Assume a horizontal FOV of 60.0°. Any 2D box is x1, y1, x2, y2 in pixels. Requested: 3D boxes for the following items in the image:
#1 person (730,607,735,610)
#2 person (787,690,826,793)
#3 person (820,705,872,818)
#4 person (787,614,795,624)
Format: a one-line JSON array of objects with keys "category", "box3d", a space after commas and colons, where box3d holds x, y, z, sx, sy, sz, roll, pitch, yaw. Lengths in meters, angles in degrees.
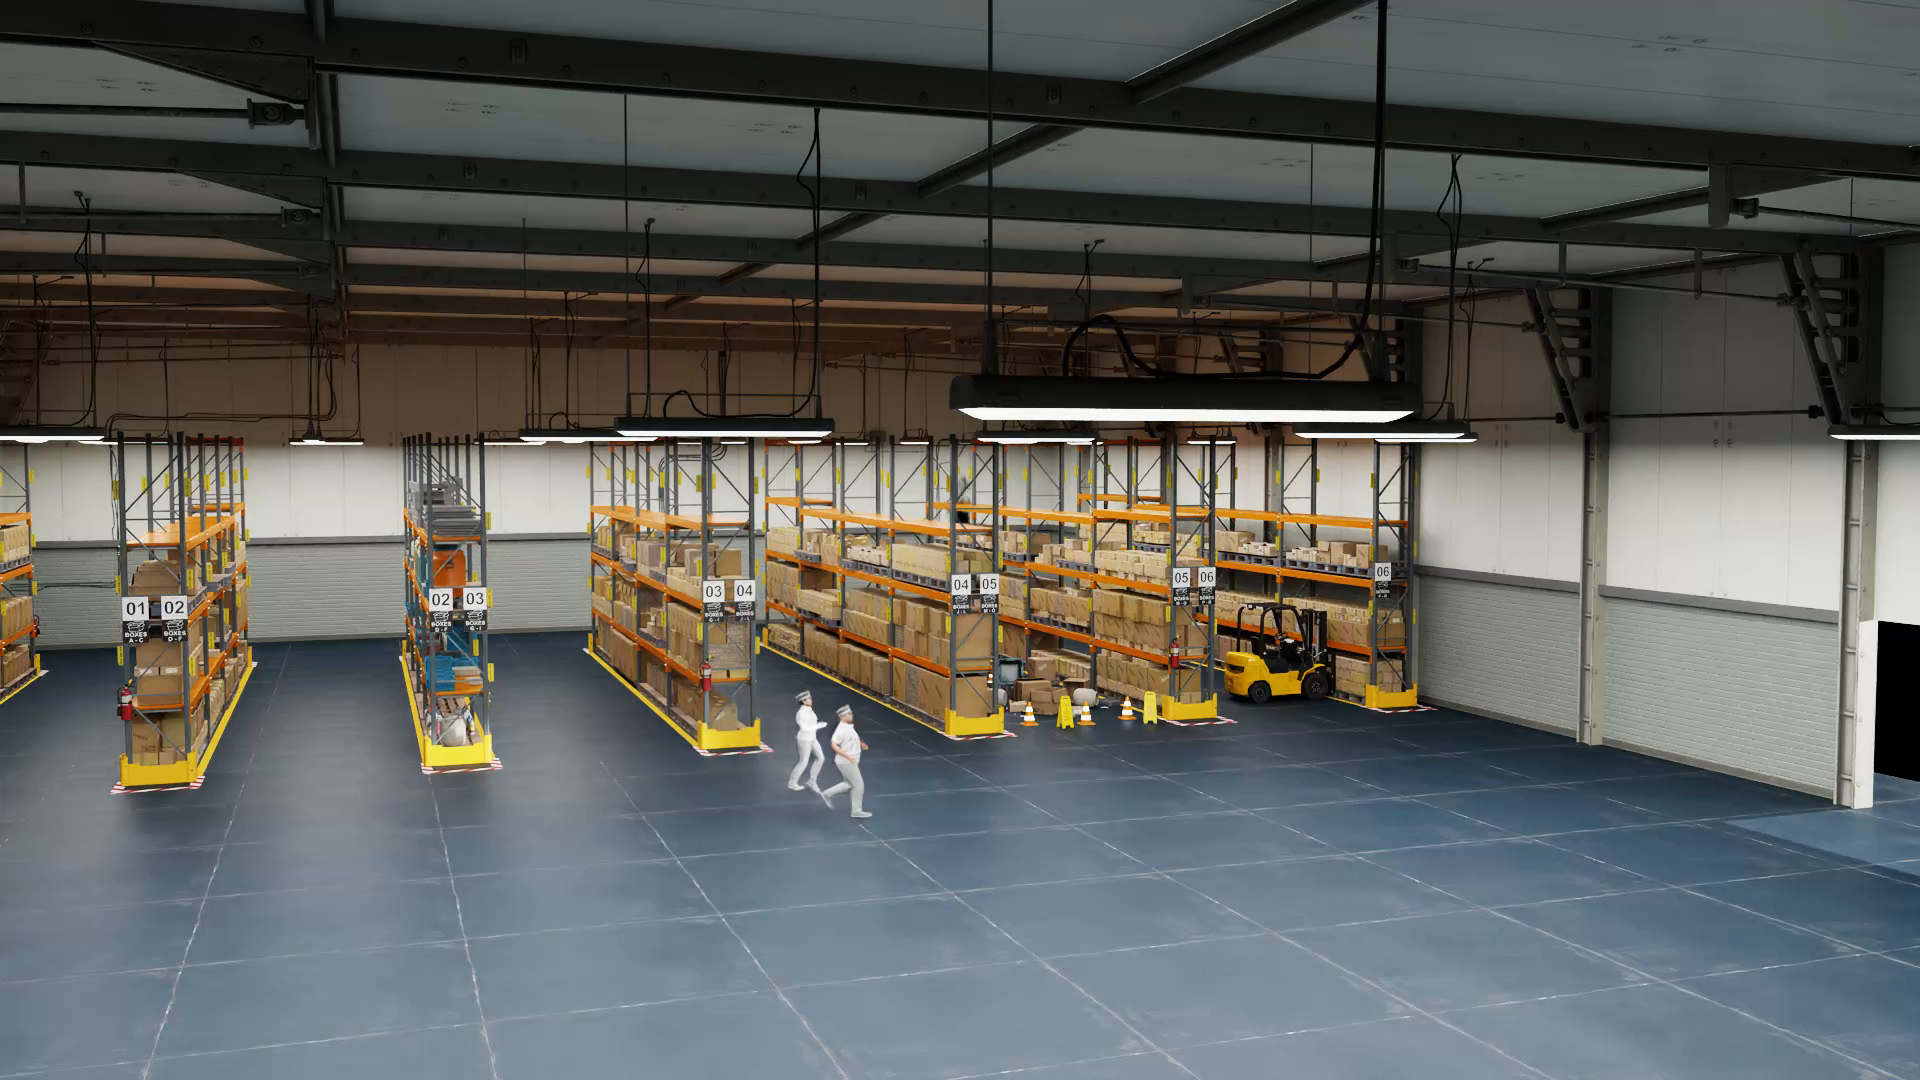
[{"category": "person", "box3d": [-6.482, 2.300, 46.832, 0.683, 1.689, 0.566, 0, 3, -4]}, {"category": "person", "box3d": [-2.513, 3.350, 27.570, 0.663, 1.734, 0.592, 1, 3, 10]}, {"category": "person", "box3d": [-1.773, 3.417, 25.742, 0.830, 1.747, 0.675, 0, 3, 5]}, {"category": "person", "box3d": [-5.037, 2.159, 49.838, 0.693, 1.621, 0.657, 1, 3, 18]}]
